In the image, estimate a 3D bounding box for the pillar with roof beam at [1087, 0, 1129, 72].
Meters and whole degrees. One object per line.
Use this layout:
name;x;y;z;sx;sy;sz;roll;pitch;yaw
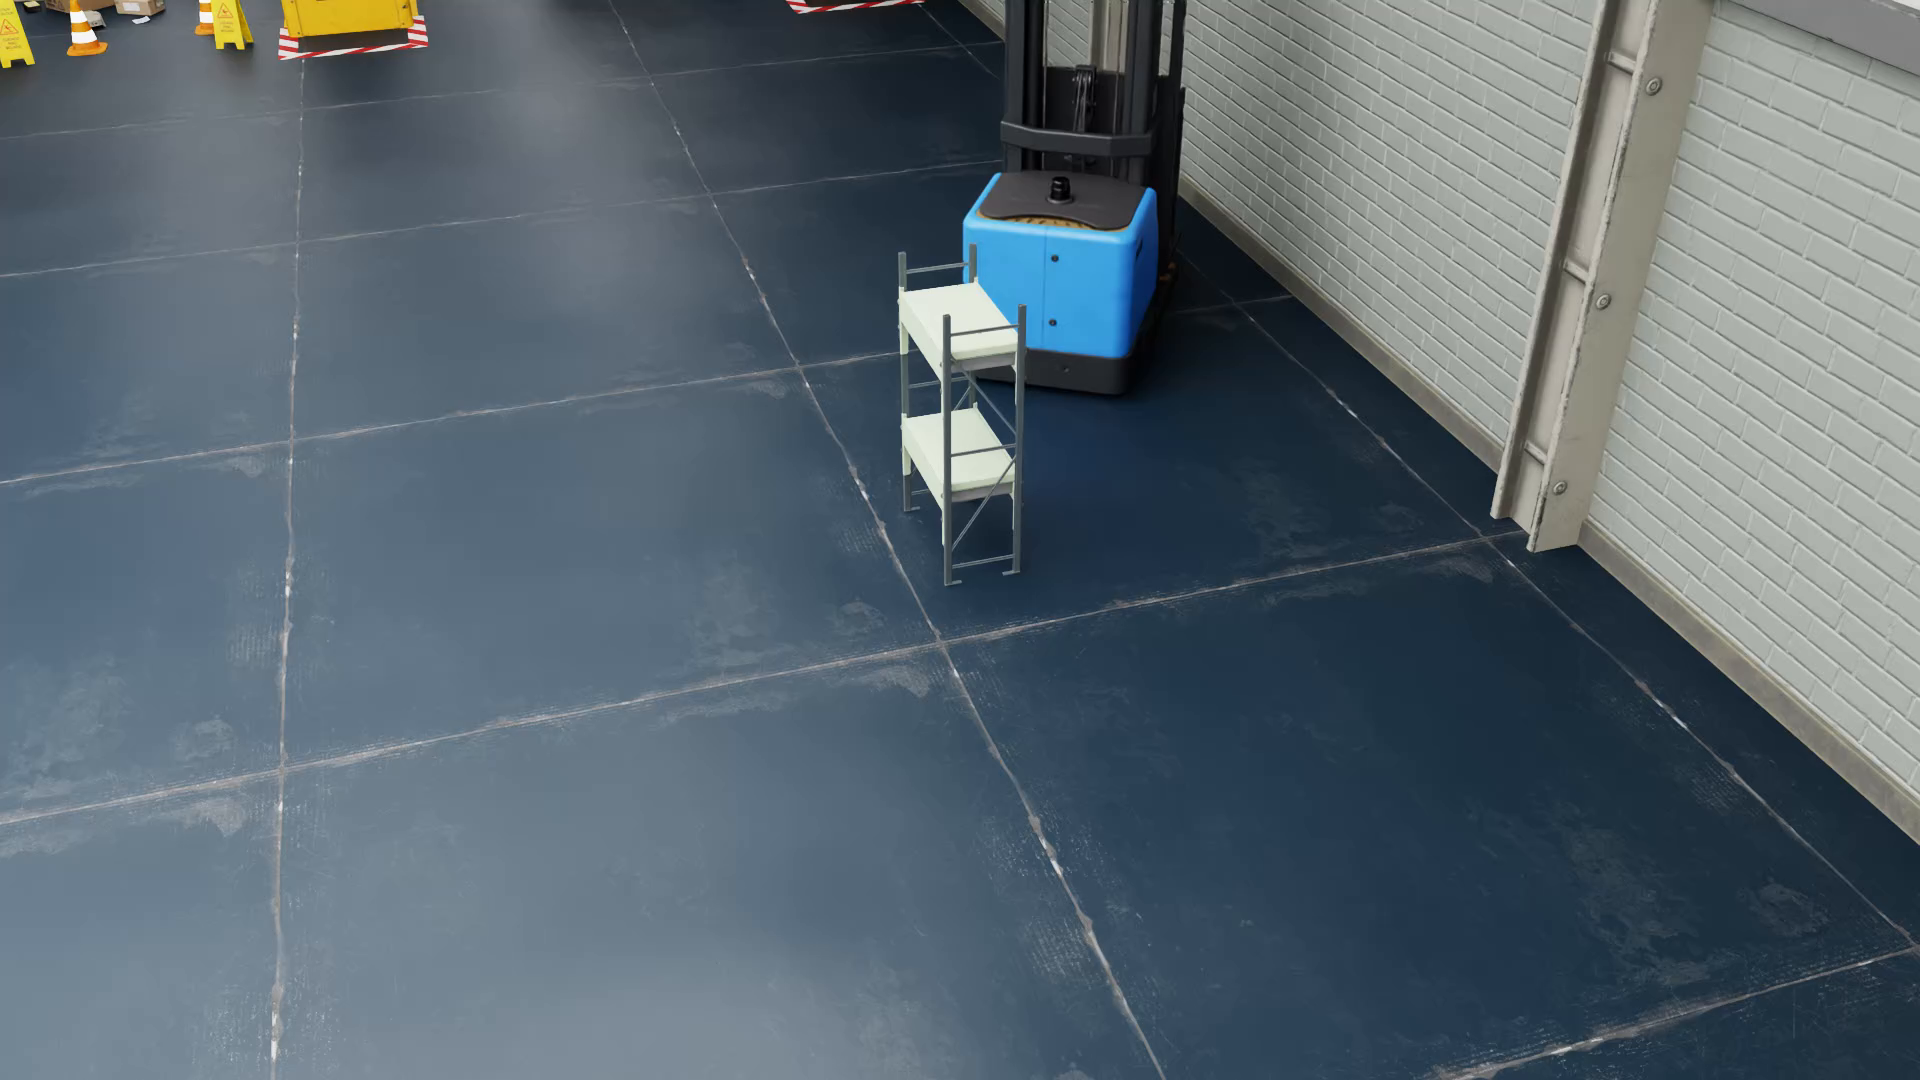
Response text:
pillar with roof beam;-2.869;-6.244;10.038;9.100;9.000;0.400;-10;35;-15

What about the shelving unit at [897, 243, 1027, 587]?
shelving unit;0.002;-0.622;8.331;0.431;1.500;0.755;-10;35;-15

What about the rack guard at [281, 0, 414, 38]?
rack guard;-5.995;-5.259;16.255;1.175;0.500;0.348;-10;35;-15

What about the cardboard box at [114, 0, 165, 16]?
cardboard box;-8.295;-5.421;16.818;0.380;0.149;0.250;7;34;10

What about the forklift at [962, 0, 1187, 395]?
forklift;0.877;-2.899;10.478;1.130;2.935;3.031;8;34;12

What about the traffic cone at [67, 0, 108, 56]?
traffic cone;-8.285;-4.847;15.666;0.336;0.463;0.334;-10;35;-15

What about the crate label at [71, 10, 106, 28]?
crate label;-8.583;-5.114;16.364;0.298;0.136;0.250;27;42;34

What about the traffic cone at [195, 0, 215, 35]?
traffic cone;-7.331;-5.212;16.218;0.336;0.463;0.334;-10;35;-15

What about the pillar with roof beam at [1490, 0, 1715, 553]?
pillar with roof beam;-1.039;-3.094;5.270;9.100;9.000;0.400;-10;35;-15

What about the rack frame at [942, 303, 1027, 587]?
rack frame;0.114;-0.430;8.040;0.400;1.500;0.023;-10;35;-15

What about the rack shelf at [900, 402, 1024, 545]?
rack shelf;0.002;-0.350;8.511;0.431;0.370;0.720;-10;35;-15

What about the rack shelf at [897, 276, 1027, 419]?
rack shelf;0.002;-0.948;8.116;0.431;0.370;0.720;-10;35;-15

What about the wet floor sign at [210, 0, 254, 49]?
wet floor sign;-6.933;-5.000;15.731;0.267;0.644;0.232;1;33;2

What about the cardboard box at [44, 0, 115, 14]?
cardboard box;-8.918;-5.717;16.945;0.637;0.503;0.797;19;38;26

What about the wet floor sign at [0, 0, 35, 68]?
wet floor sign;-8.760;-4.712;15.295;0.267;0.644;0.232;-16;37;-23

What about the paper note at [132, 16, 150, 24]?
paper note;-8.155;-5.185;16.569;0.148;0.019;0.142;-23;40;-31

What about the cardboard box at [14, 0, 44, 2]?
cardboard box;-9.597;-5.743;17.200;0.396;0.266;0.258;-4;34;-6

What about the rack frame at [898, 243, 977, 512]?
rack frame;-0.110;-0.814;8.622;0.400;1.500;0.023;-10;35;-15

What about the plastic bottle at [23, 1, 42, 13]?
plastic bottle;-9.441;-5.426;16.907;0.133;0.061;0.283;-23;40;-31
